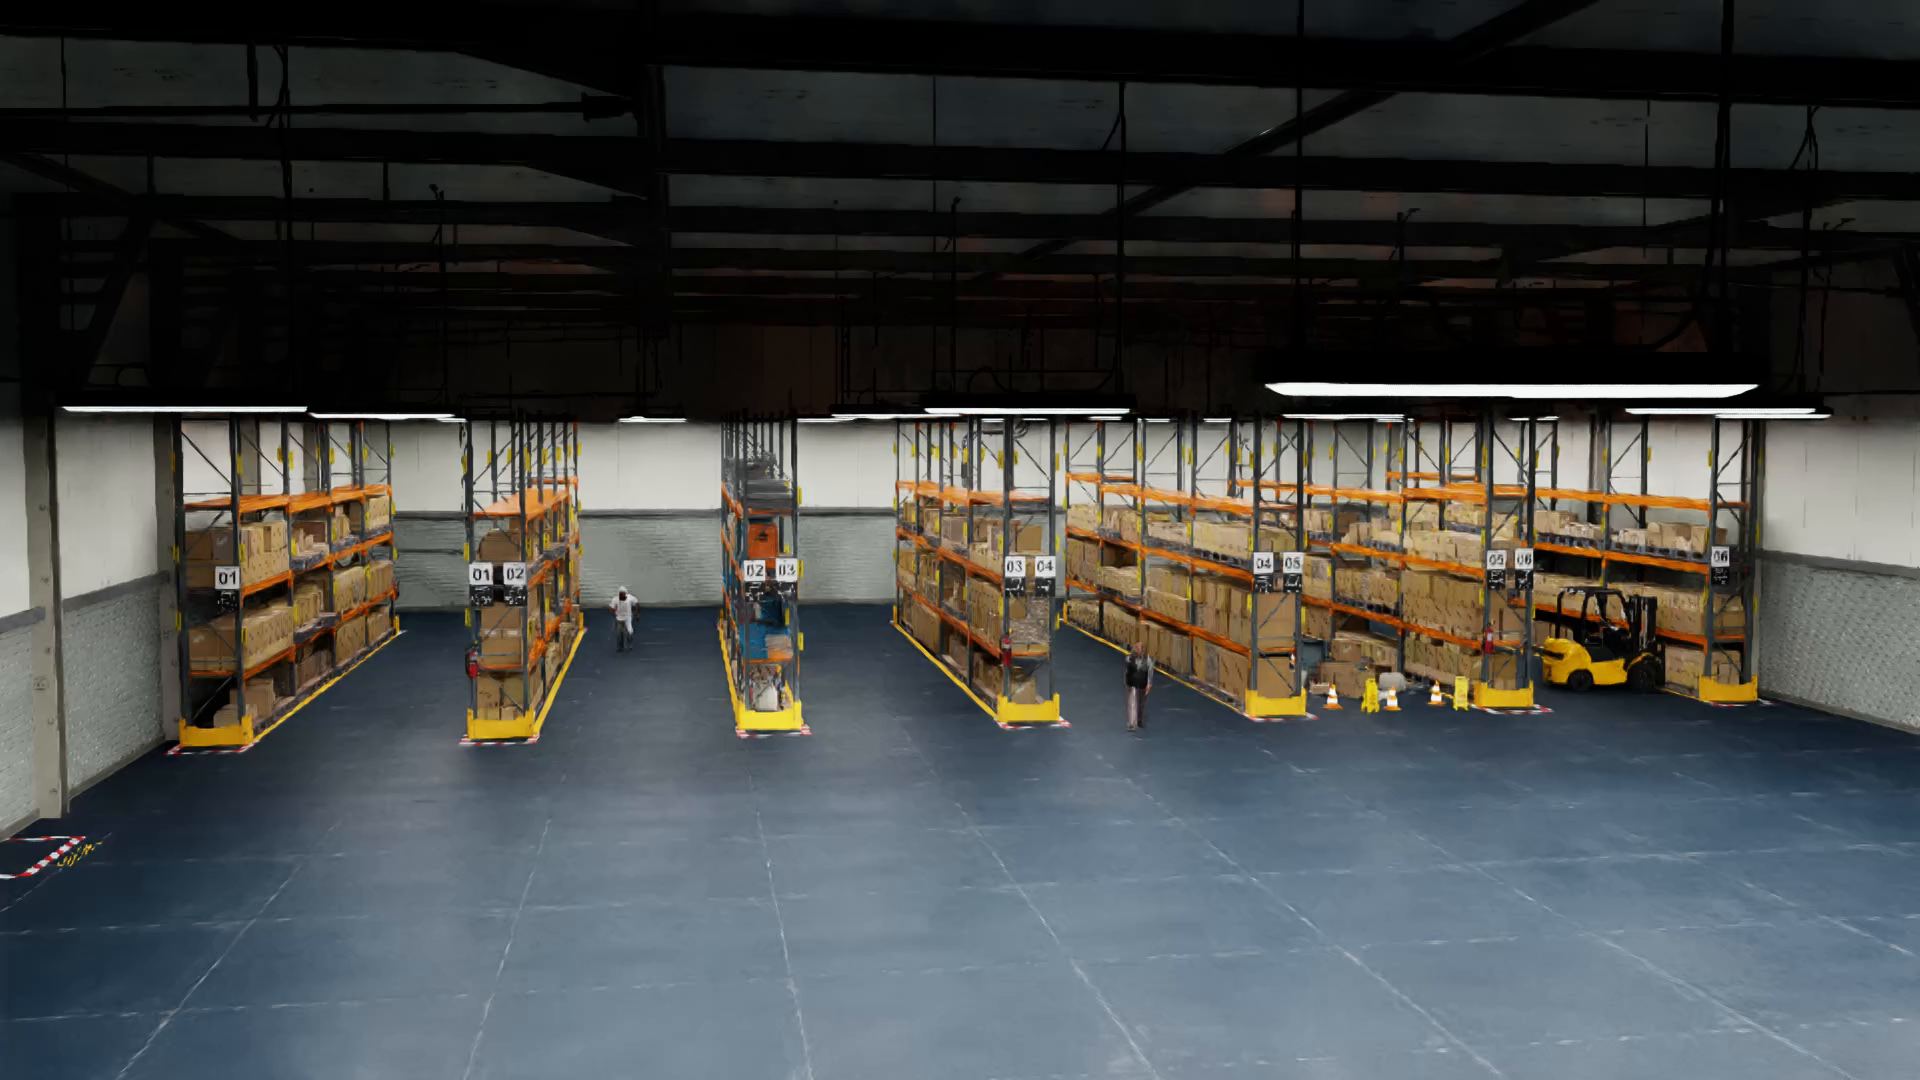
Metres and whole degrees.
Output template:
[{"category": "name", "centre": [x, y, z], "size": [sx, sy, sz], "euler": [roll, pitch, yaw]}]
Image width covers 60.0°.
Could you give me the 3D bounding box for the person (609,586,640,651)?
[{"category": "person", "centre": [-8.436, 1.976, 41.770], "size": [0.716, 1.689, 0.802], "euler": [0, 4, -5]}]

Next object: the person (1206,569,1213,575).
[{"category": "person", "centre": [6.816, 1.636, 45.646], "size": [0.641, 1.772, 0.691], "euler": [1, 4, 11]}]

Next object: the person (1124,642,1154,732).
[{"category": "person", "centre": [3.332, 2.717, 31.001], "size": [0.540, 1.659, 1.021], "euler": [0, 4, 0]}]
